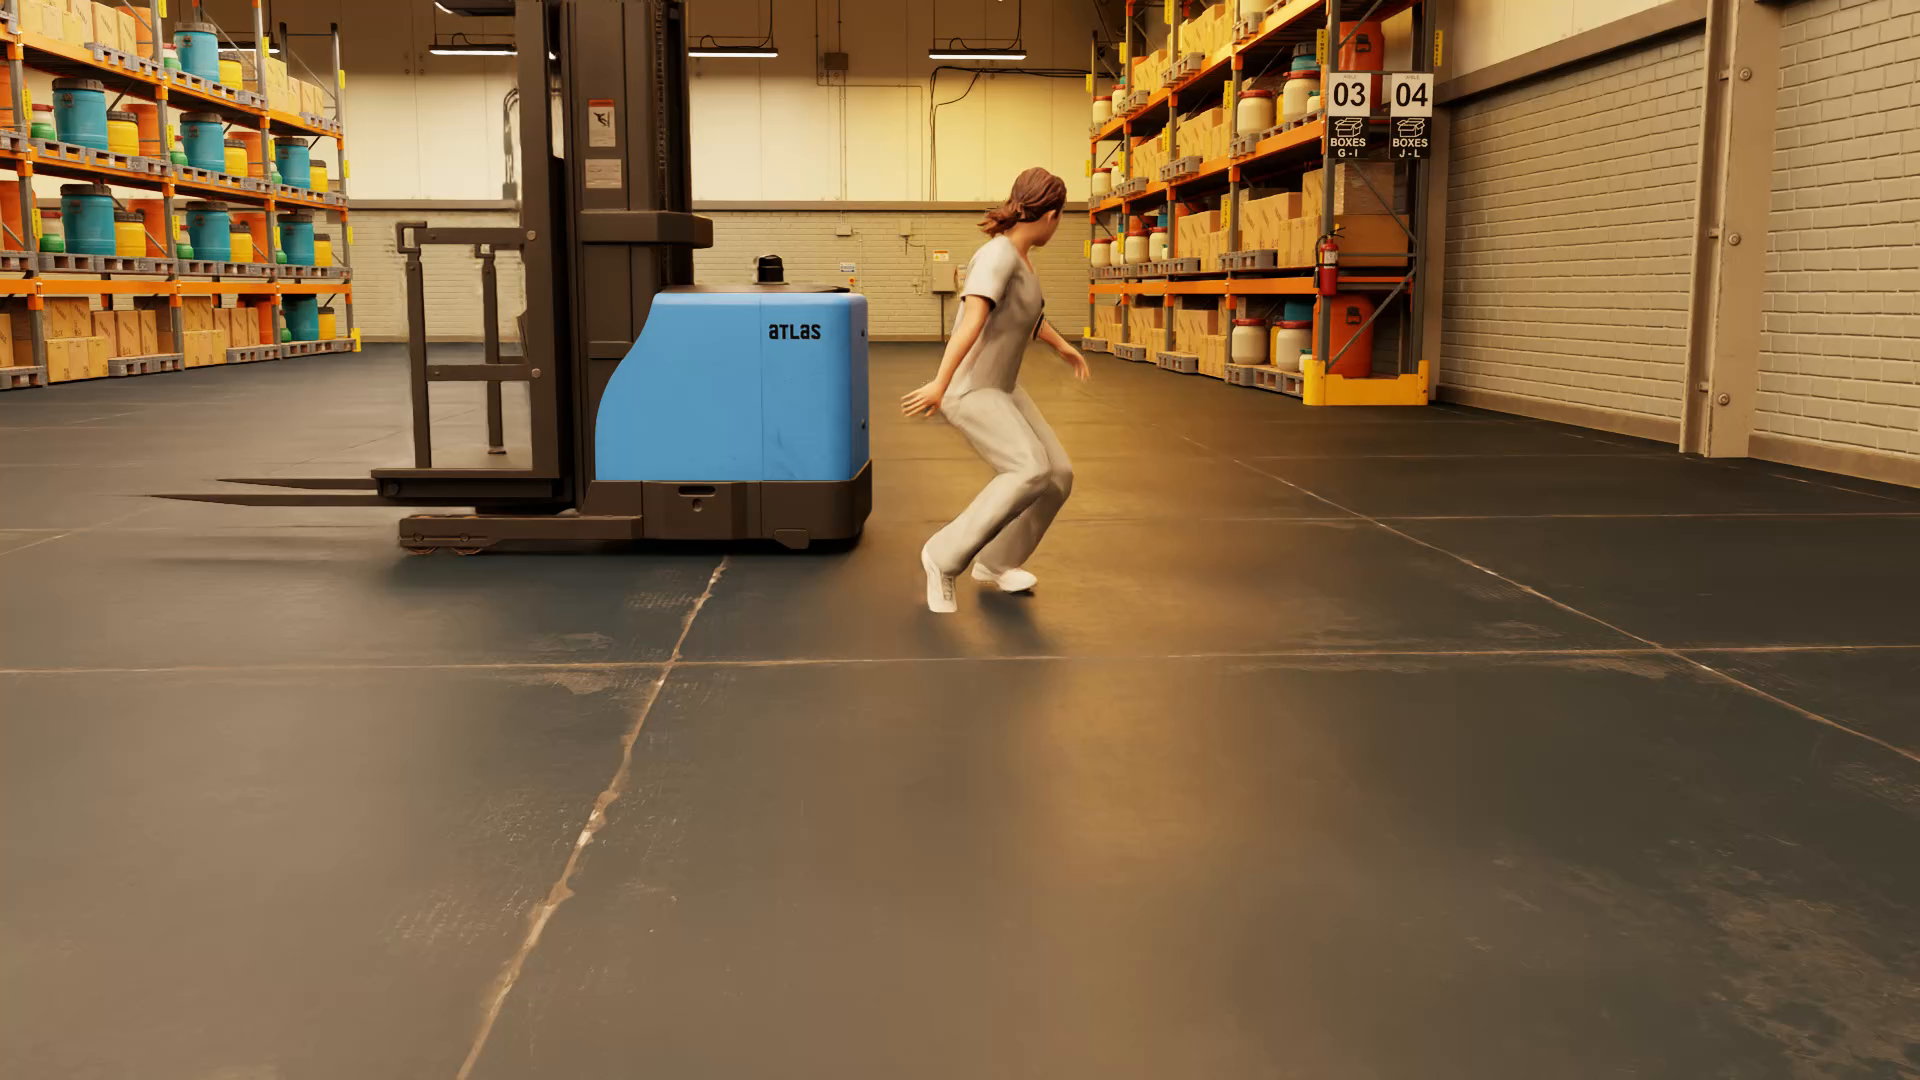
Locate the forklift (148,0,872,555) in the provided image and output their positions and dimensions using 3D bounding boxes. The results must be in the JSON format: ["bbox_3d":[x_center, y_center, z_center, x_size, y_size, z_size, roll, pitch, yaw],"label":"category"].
[{"bbox_3d":[-1.936,-1.463,7.185,3.031,2.935,1.130,0,8,2],"label":"forklift"}]

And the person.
[{"bbox_3d":[0.134,-0.496,5.733,0.456,1.548,0.885,3,9,19],"label":"person"}]
